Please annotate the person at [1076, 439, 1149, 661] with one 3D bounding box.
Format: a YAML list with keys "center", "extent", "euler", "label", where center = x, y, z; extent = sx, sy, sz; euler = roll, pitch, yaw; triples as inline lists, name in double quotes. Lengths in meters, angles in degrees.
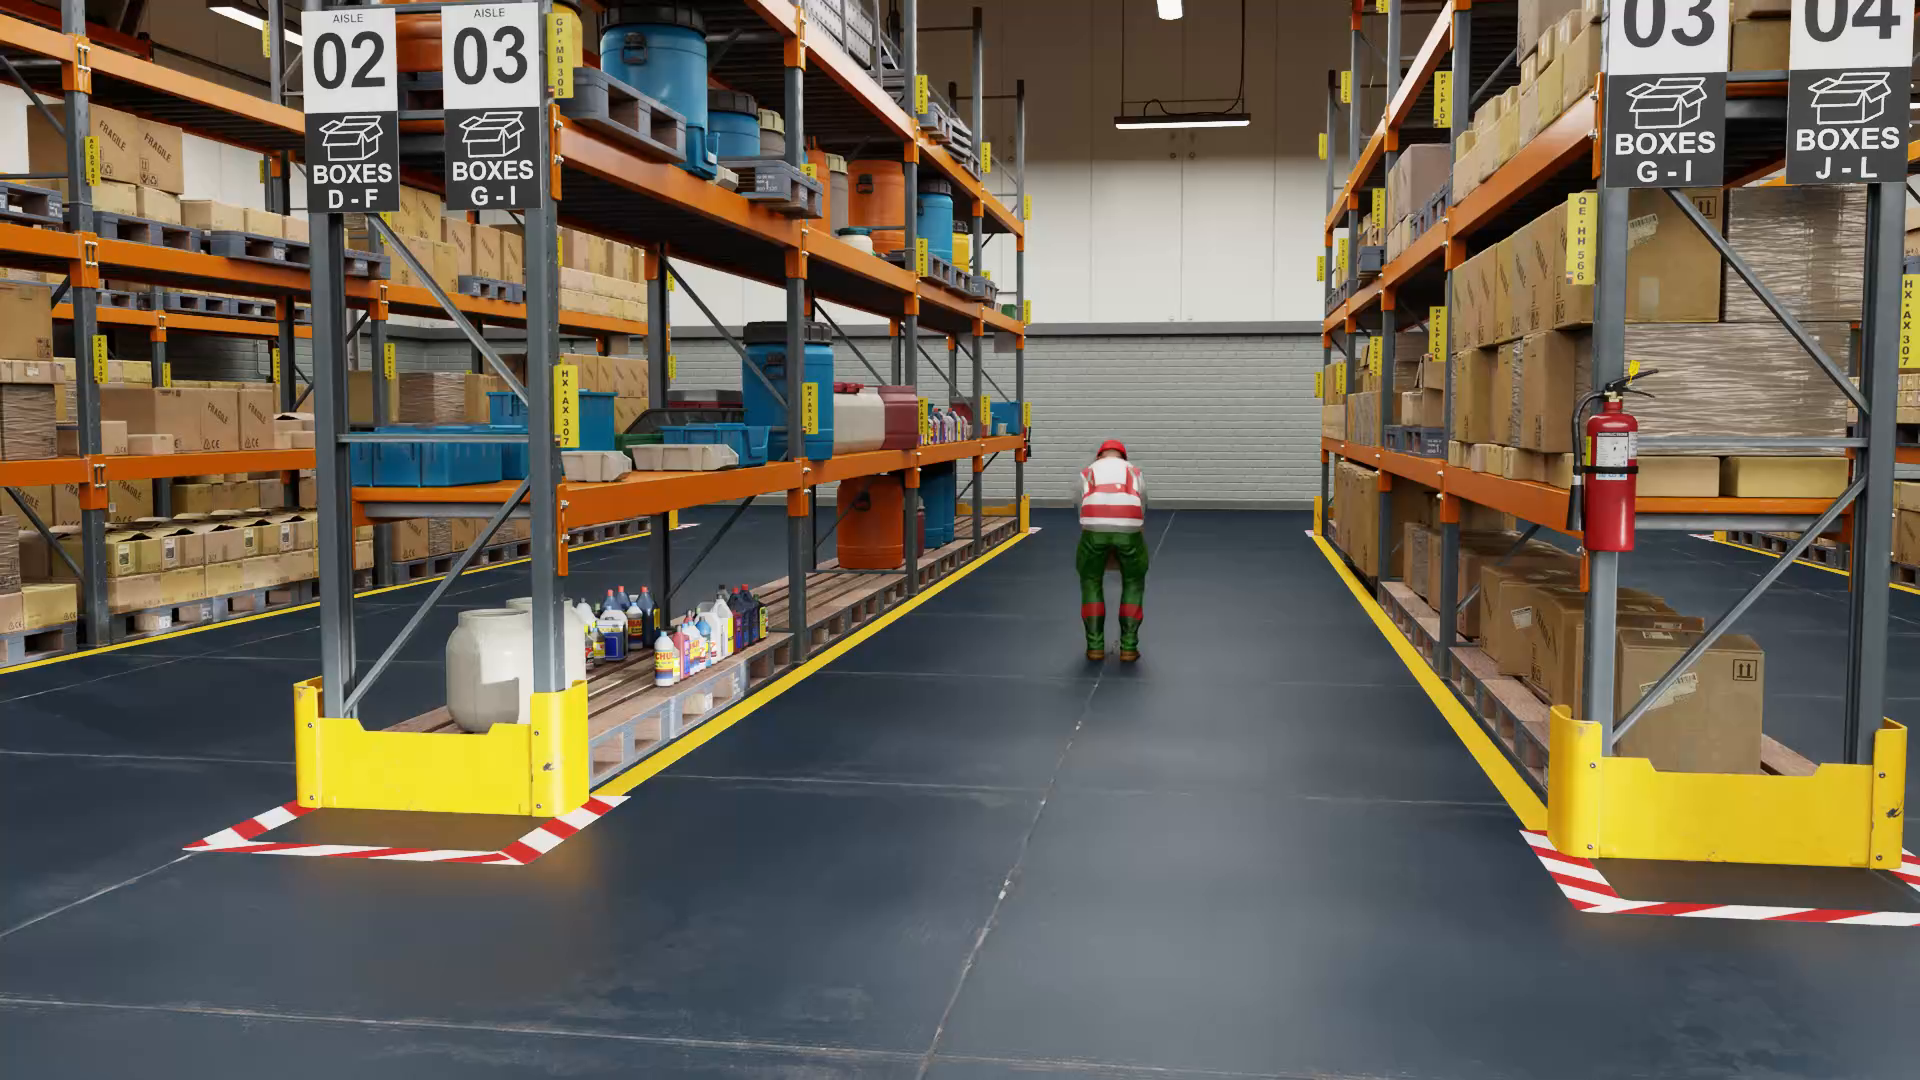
- center: [1.013, 0.048, 11.083]
  extent: [0.493, 1.434, 0.872]
  euler: [1, 4, 7]
  label: "person"
